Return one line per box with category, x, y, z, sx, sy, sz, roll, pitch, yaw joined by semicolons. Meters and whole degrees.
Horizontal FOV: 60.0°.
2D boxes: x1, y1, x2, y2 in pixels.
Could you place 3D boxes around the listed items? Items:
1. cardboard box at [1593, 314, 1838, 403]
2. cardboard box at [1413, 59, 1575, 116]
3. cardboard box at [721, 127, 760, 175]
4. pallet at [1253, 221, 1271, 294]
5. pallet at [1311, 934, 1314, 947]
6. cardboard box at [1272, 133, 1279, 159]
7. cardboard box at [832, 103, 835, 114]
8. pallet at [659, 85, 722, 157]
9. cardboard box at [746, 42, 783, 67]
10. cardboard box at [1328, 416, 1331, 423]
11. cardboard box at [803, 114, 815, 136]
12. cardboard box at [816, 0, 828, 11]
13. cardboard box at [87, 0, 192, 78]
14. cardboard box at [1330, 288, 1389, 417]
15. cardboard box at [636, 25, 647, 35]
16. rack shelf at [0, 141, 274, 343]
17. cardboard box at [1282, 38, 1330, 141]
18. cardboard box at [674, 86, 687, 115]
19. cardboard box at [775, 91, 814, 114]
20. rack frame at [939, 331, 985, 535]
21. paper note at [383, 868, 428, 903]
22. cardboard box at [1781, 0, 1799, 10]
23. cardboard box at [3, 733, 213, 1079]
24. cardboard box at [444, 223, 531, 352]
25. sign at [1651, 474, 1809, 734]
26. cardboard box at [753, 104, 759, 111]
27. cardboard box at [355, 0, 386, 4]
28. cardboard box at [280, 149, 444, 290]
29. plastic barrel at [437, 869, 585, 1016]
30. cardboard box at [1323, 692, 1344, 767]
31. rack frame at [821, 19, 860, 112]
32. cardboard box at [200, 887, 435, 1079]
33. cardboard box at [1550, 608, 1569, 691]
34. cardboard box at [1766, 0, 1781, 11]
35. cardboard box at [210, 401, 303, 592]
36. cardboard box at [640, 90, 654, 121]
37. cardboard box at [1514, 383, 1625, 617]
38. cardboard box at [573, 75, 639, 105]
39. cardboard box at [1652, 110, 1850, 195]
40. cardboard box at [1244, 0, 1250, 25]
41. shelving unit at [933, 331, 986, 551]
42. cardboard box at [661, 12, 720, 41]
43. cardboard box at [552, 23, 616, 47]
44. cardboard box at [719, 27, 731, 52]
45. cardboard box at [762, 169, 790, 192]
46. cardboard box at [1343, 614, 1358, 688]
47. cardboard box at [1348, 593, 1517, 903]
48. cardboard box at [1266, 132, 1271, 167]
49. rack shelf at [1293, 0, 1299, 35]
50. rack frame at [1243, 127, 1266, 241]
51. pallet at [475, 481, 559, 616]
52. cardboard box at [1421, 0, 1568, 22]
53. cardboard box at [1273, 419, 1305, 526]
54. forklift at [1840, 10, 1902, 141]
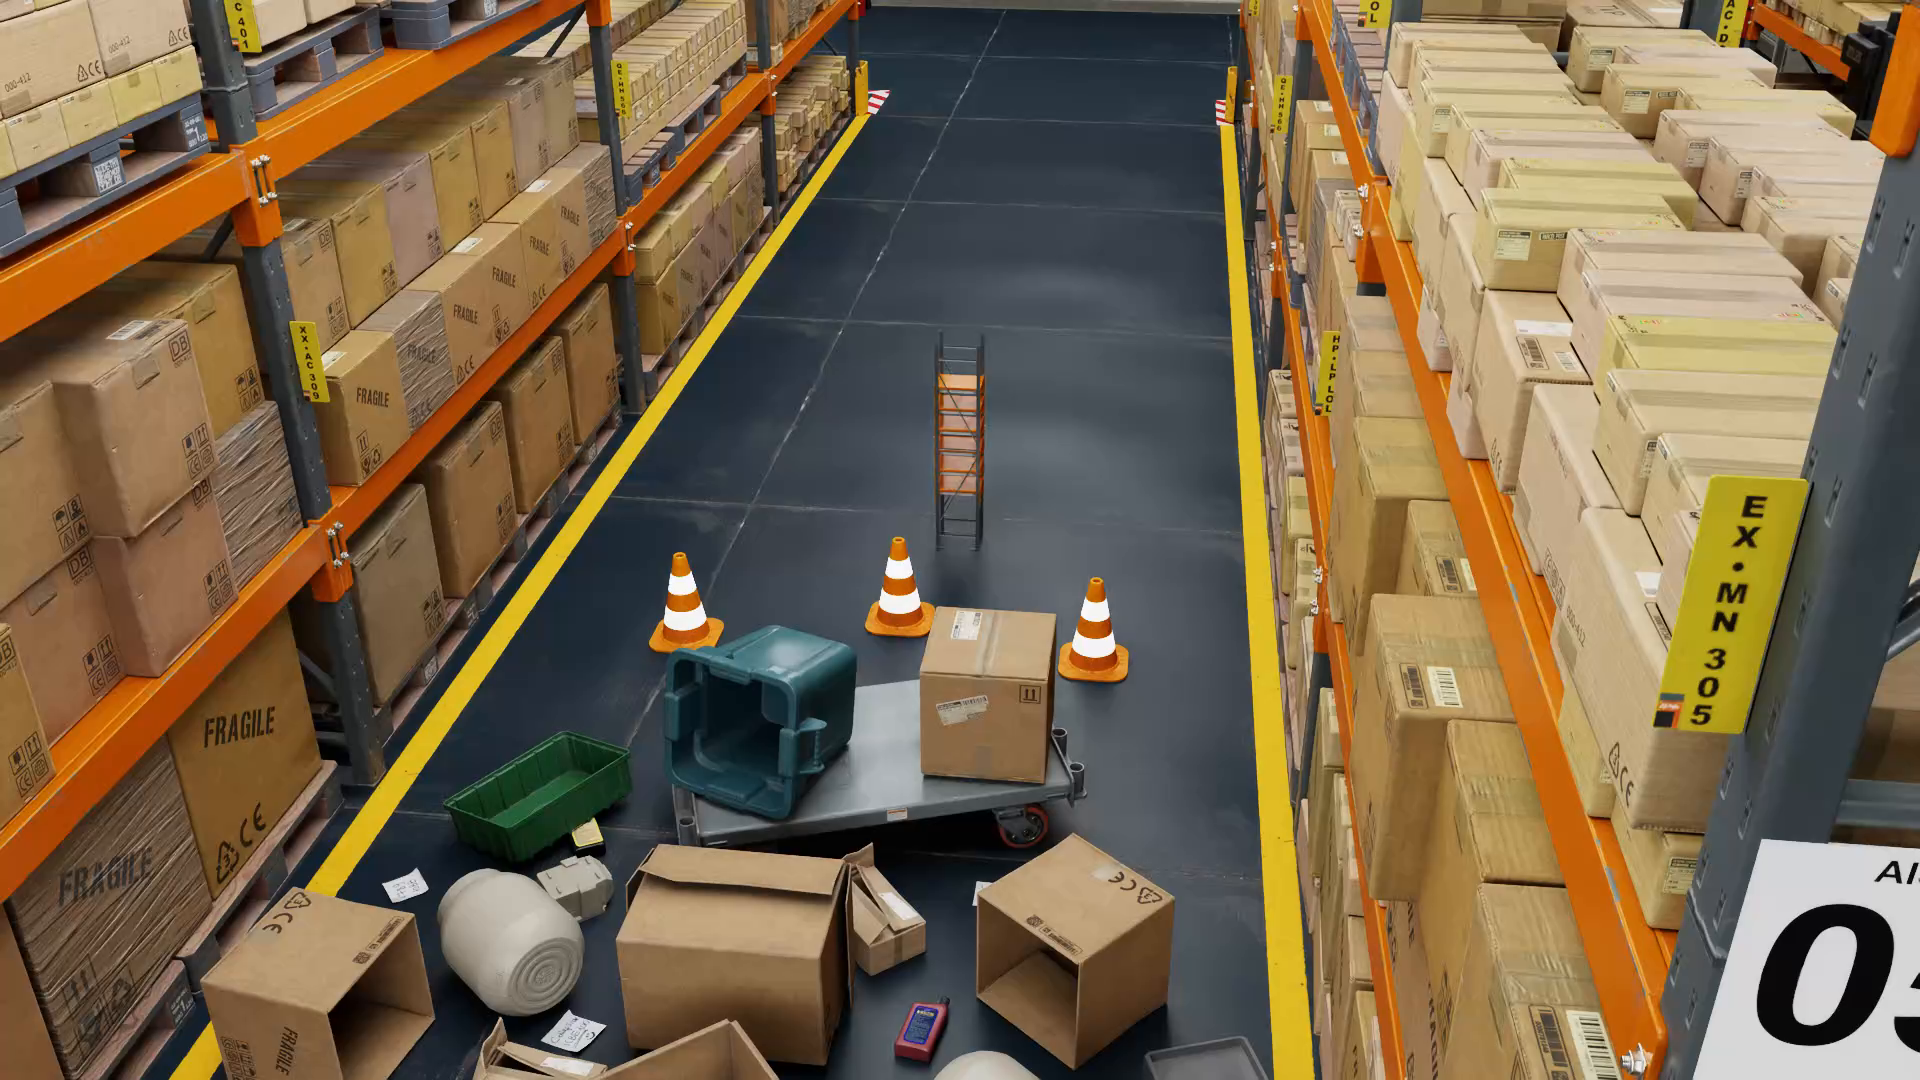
cardboard box;1.314;-0.265;2.841;0.380;0.149;0.250;4;29;7
cardboard box;1.484;-1.238;4.647;0.380;0.149;0.250;2;28;5
cardboard box;-1.894;-3.109;13.261;0.500;0.250;0.500;3;28;5
pallet;2.851;-2.225;13.157;1.003;0.211;1.213;3;28;6
pallet;1.844;1.492;6.258;1.003;0.211;1.213;3;28;6
cardboard box;2.247;-2.575;10.499;0.500;0.250;0.500;3;28;5
cardboard box;-1.470;-4.366;16.755;0.380;0.149;0.250;3;28;6
pallet;-2.342;-3.027;11.908;1.003;0.211;1.213;3;28;6
cardboard box;-1.695;-4.064;13.895;0.380;0.149;0.250;4;29;8
cardboard box;1.730;-0.510;6.856;0.380;0.149;0.250;3;28;5
cardboard box;-1.569;-3.884;15.546;0.380;0.149;0.250;3;28;6
cardboard box;-1.477;-5.185;15.976;0.380;0.149;0.250;2;28;4
cardboard box;-2.840;-1.662;5.306;0.500;0.250;0.500;3;28;6
cardboard box;1.720;-0.645;6.422;0.500;0.500;0.500;3;28;5
cardboard box;-2.620;-3.863;12.766;0.380;0.149;0.250;4;29;7
rack shelf;-3.279;-0.357;4.345;1.077;0.370;4.000;3;28;6
cardboard box;2.185;-2.680;9.902;0.500;0.500;0.500;3;28;5
cardboard box;-2.129;-3.074;11.616;0.380;0.149;0.250;4;29;7
cardboard box;-1.589;-4.136;15.700;0.380;0.149;0.250;3;29;6
rack frame;0.009;-0.564;9.033;0.240;1.200;0.006;3;28;6
paper note;-2.218;1.382;6.652;0.147;0.020;0.142;-17;33;-29
cardboard box;7.903;-5.046;15.297;0.500;0.250;0.500;4;29;7
cardboard box;-3.288;1.173;5.708;0.875;0.875;0.875;4;29;7
cardboard box;-2.515;-1.282;8.361;0.500;0.500;0.500;4;29;7
sign;0.852;0.077;1.849;0.100;0.325;0.005;3;28;6
cardboard box;-2.043;-4.163;15.750;0.380;0.149;0.250;3;29;6
cardboard box;-2.605;-2.378;7.055;0.380;0.149;0.250;3;28;6
cardboard box;-2.856;-1.492;7.698;0.700;0.500;0.500;4;29;7
plastic barrel;-1.651;1.463;6.088;0.421;0.421;0.512;-24;36;-37
cardboard box;1.476;0.673;5.819;0.380;0.149;0.250;4;29;7
rack frame;-1.564;-5.943;17.118;1.000;3.000;0.127;3;28;6
cardboard box;-2.206;1.596;5.759;0.500;0.500;0.500;8;29;15
cardboard box;1.231;0.193;2.832;0.380;0.149;0.250;4;29;8
cardboard box;7.975;-5.167;15.942;0.380;0.149;0.250;3;28;6
cardboard box;-3.068;-0.186;6.274;0.875;0.550;0.550;3;28;6
cardboard box;-2.225;-2.852;10.889;0.380;0.149;0.250;2;28;5
cardboard box;1.272;-0.049;2.860;0.500;0.250;0.500;3;28;6
cardboard box;-2.265;-2.846;10.565;0.380;0.149;0.250;3;28;5
cardboard box;1.956;-0.962;4.134;0.380;0.149;0.250;3;28;5
cardboard box;2.903;-5.059;15.373;0.500;0.500;0.500;3;28;6
shelving unit;-0.002;-0.521;8.953;0.258;1.200;0.189;3;28;6
cardboard box;-2.007;-3.824;12.380;0.380;0.149;0.250;3;28;6
cardboard box;-2.716;-3.629;12.018;0.380;0.149;0.250;4;29;8
cardboard box;-1.971;-3.826;12.697;0.380;0.149;0.250;5;29;8
cardboard box;-1.691;-3.142;14.483;0.380;0.149;0.250;2;28;4
cardboard box;1.522;0.200;5.298;0.500;0.500;0.500;3;28;6
cardboard box;1.276;0.477;3.729;0.700;0.500;0.500;3;28;6
cardboard box;2.310;-2.601;11.074;0.500;0.250;0.500;3;28;6
rack shelf;2.626;-3.882;10.889;1.077;0.370;4.000;3;28;6
rack frame;2.871;-3.820;13.178;1.000;3.000;0.127;3;28;6
pallet;-2.868;-0.010;9.046;1.003;0.211;1.213;3;28;6
cardboard box;1.835;-1.994;5.814;0.500;0.250;0.500;4;29;7
cardboard box;2.219;-0.352;9.068;0.950;0.372;0.625;3;28;5
forklift;4.497;-0.827;7.695;1.130;2.935;3.031;3;29;6
